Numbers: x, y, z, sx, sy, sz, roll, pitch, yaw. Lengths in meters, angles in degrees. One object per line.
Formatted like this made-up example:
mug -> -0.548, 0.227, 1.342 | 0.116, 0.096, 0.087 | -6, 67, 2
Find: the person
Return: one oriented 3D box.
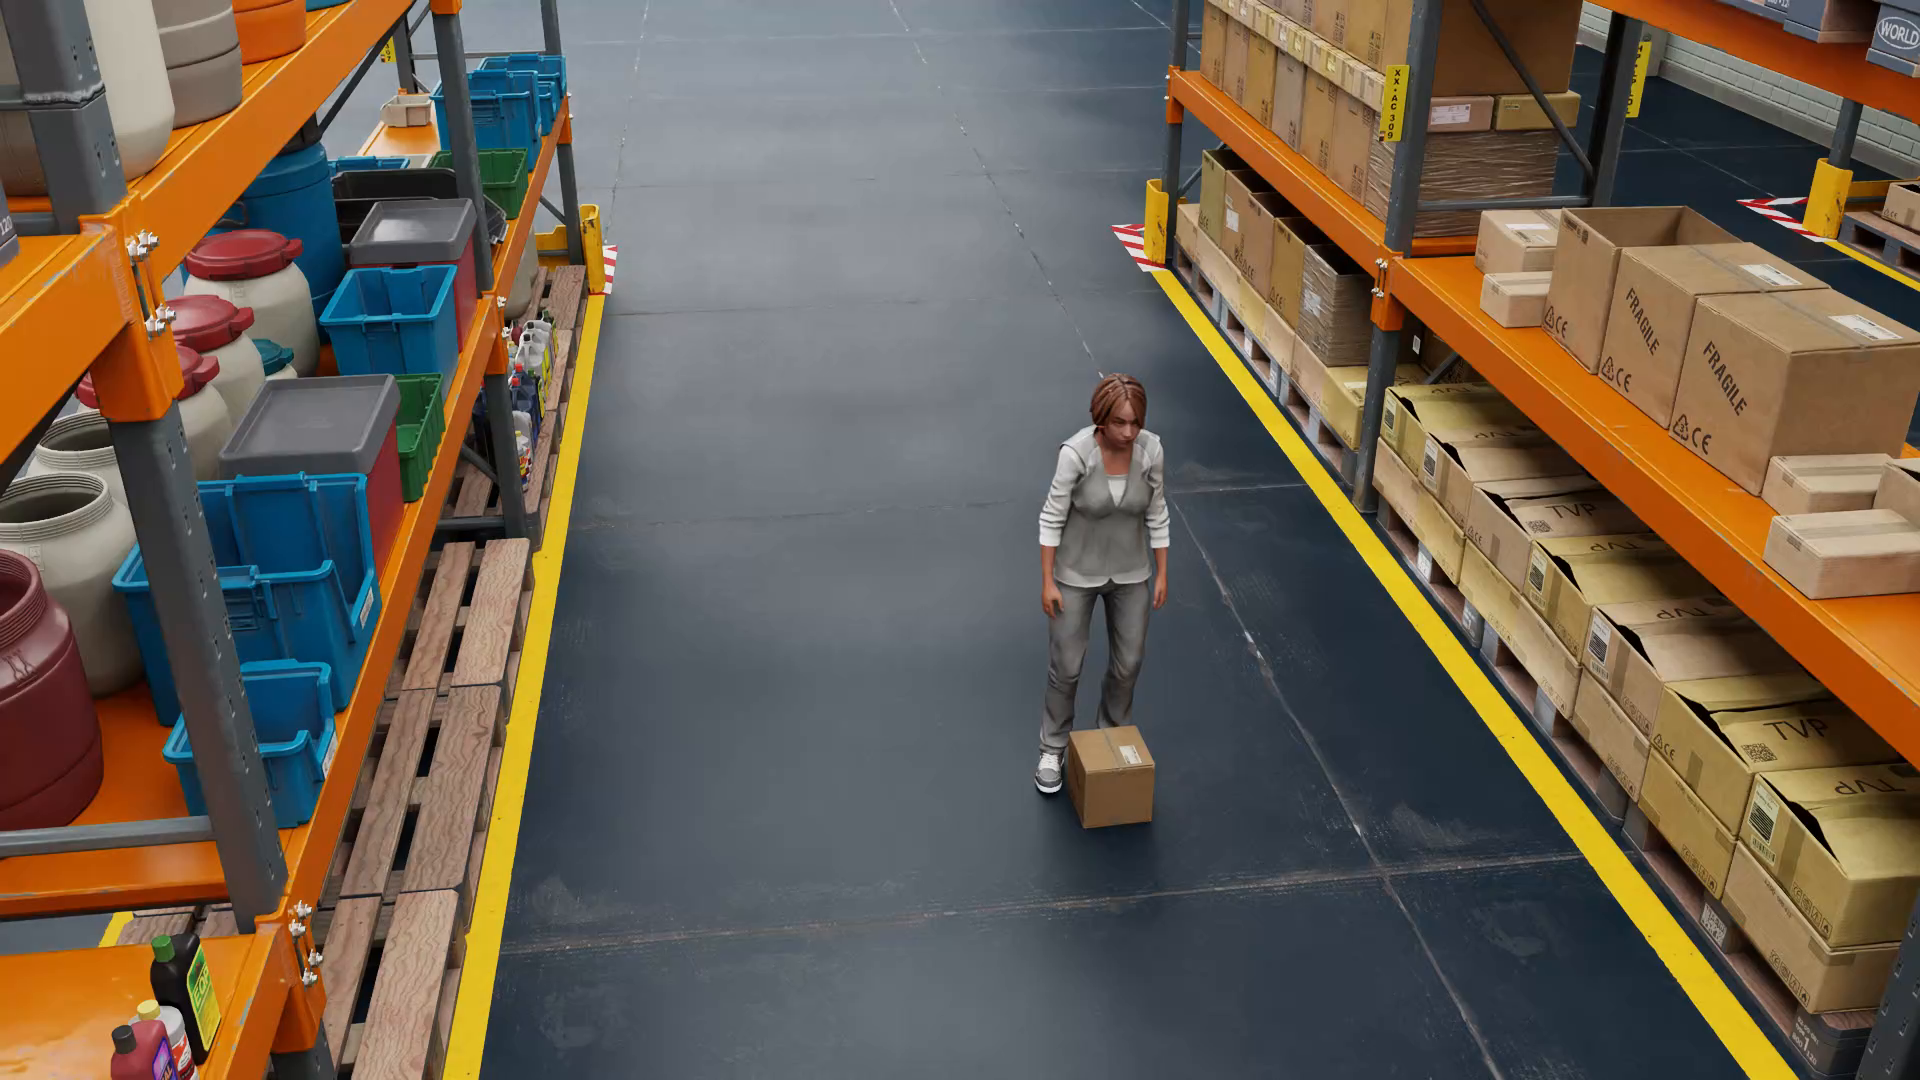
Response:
person -> 0.500, 0.145, 5.853 | 0.480, 1.594, 0.343 | -5, 28, -9
